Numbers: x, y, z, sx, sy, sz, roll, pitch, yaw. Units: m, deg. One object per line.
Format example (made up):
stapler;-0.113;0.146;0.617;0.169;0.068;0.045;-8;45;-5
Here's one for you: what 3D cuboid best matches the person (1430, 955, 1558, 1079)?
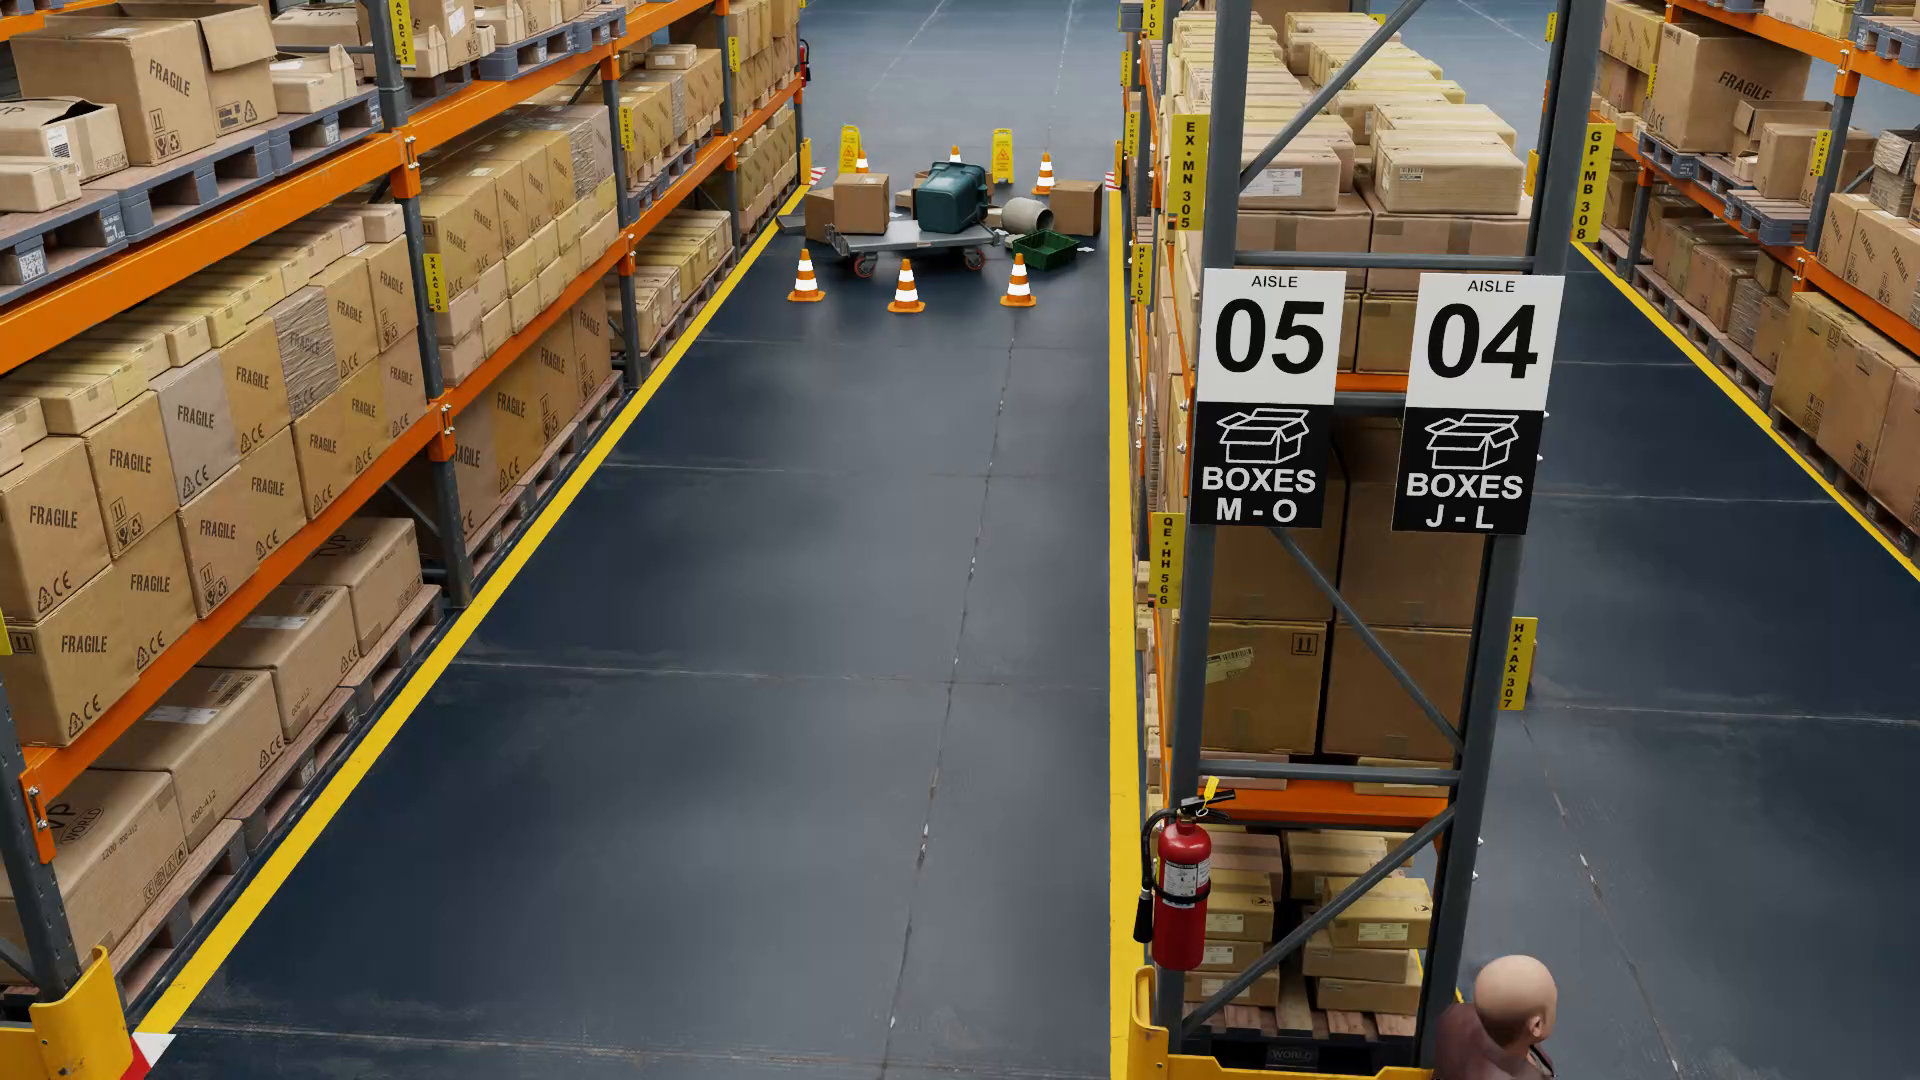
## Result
person;1.392;1.856;4.430;0.574;1.764;0.617;1;24;2
